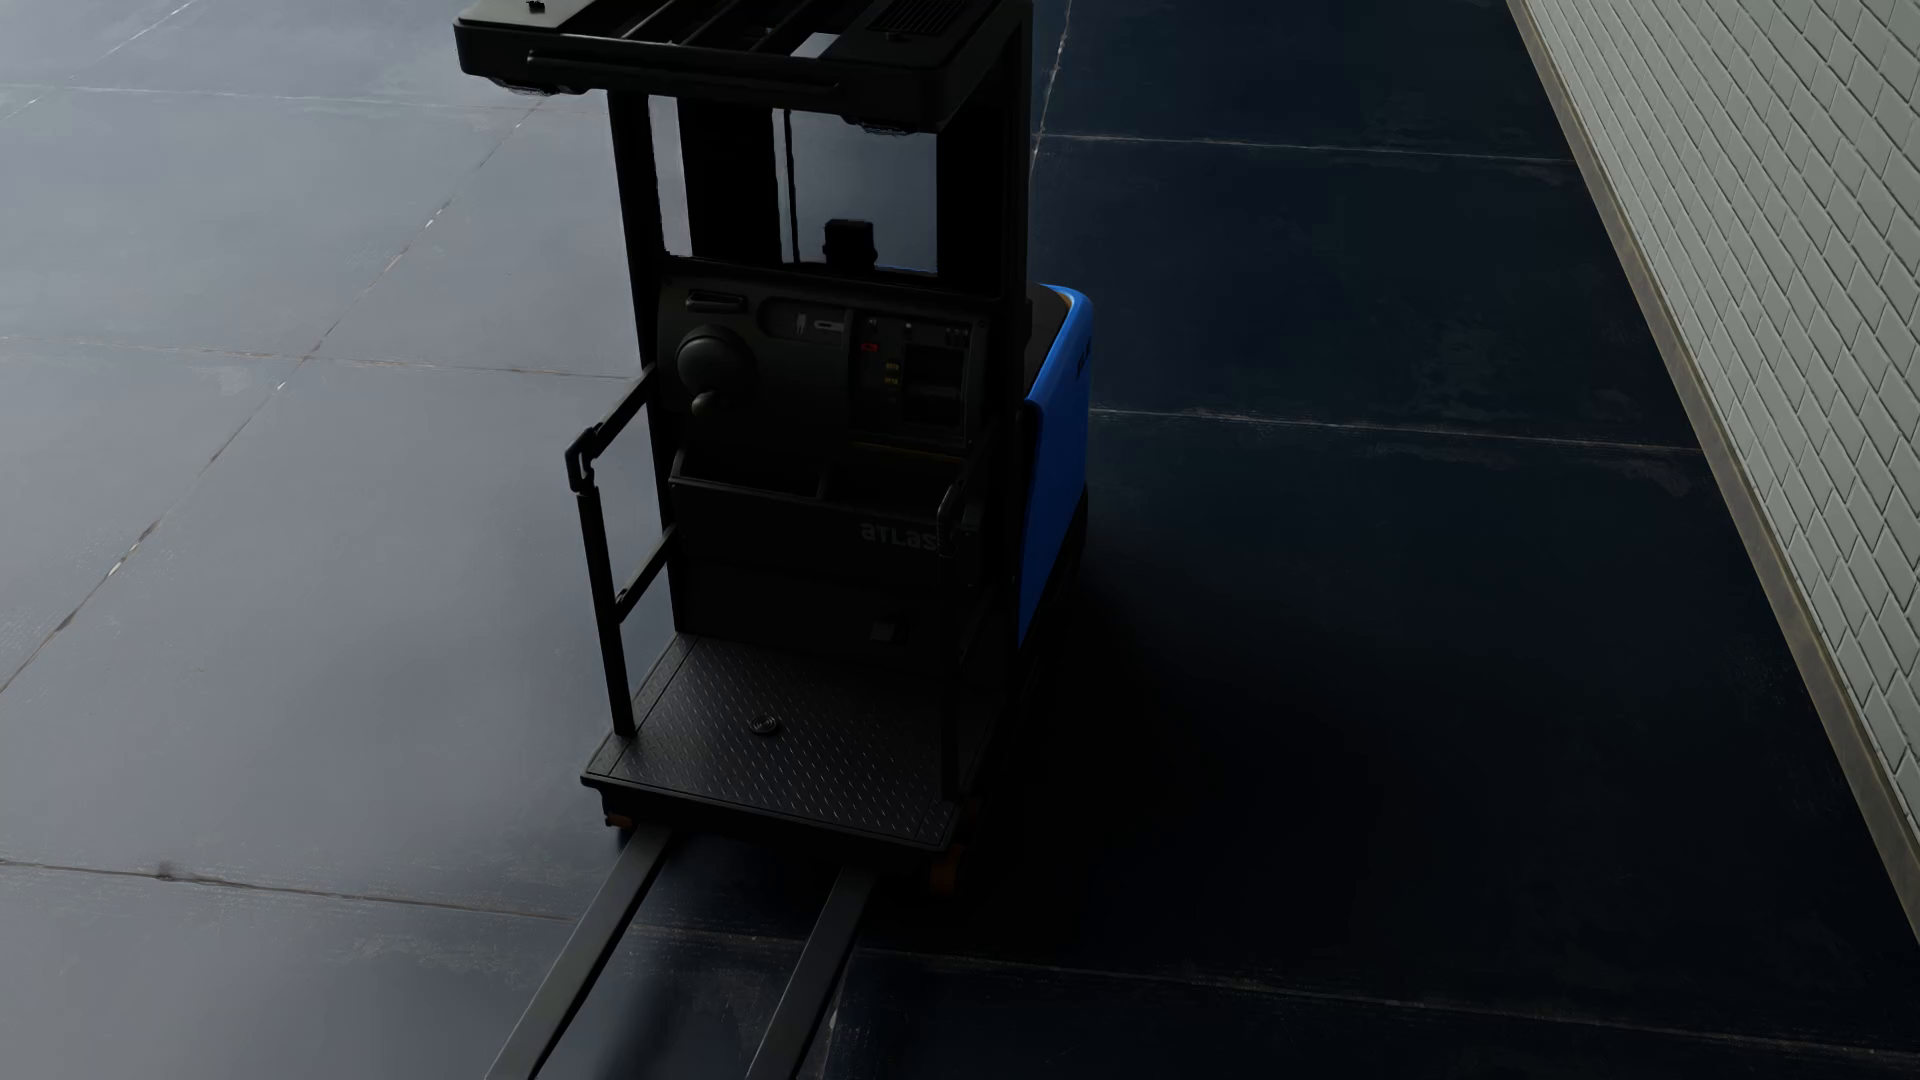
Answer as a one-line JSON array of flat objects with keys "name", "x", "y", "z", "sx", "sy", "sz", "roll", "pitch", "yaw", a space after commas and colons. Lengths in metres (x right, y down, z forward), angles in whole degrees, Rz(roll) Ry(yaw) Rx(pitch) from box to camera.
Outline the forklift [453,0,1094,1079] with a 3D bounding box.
[{"name": "forklift", "x": -0.432, "y": -0.416, "z": 4.309, "sx": 1.130, "sy": 2.935, "sz": 3.031, "roll": 9, "pitch": 37, "yaw": 13}]
